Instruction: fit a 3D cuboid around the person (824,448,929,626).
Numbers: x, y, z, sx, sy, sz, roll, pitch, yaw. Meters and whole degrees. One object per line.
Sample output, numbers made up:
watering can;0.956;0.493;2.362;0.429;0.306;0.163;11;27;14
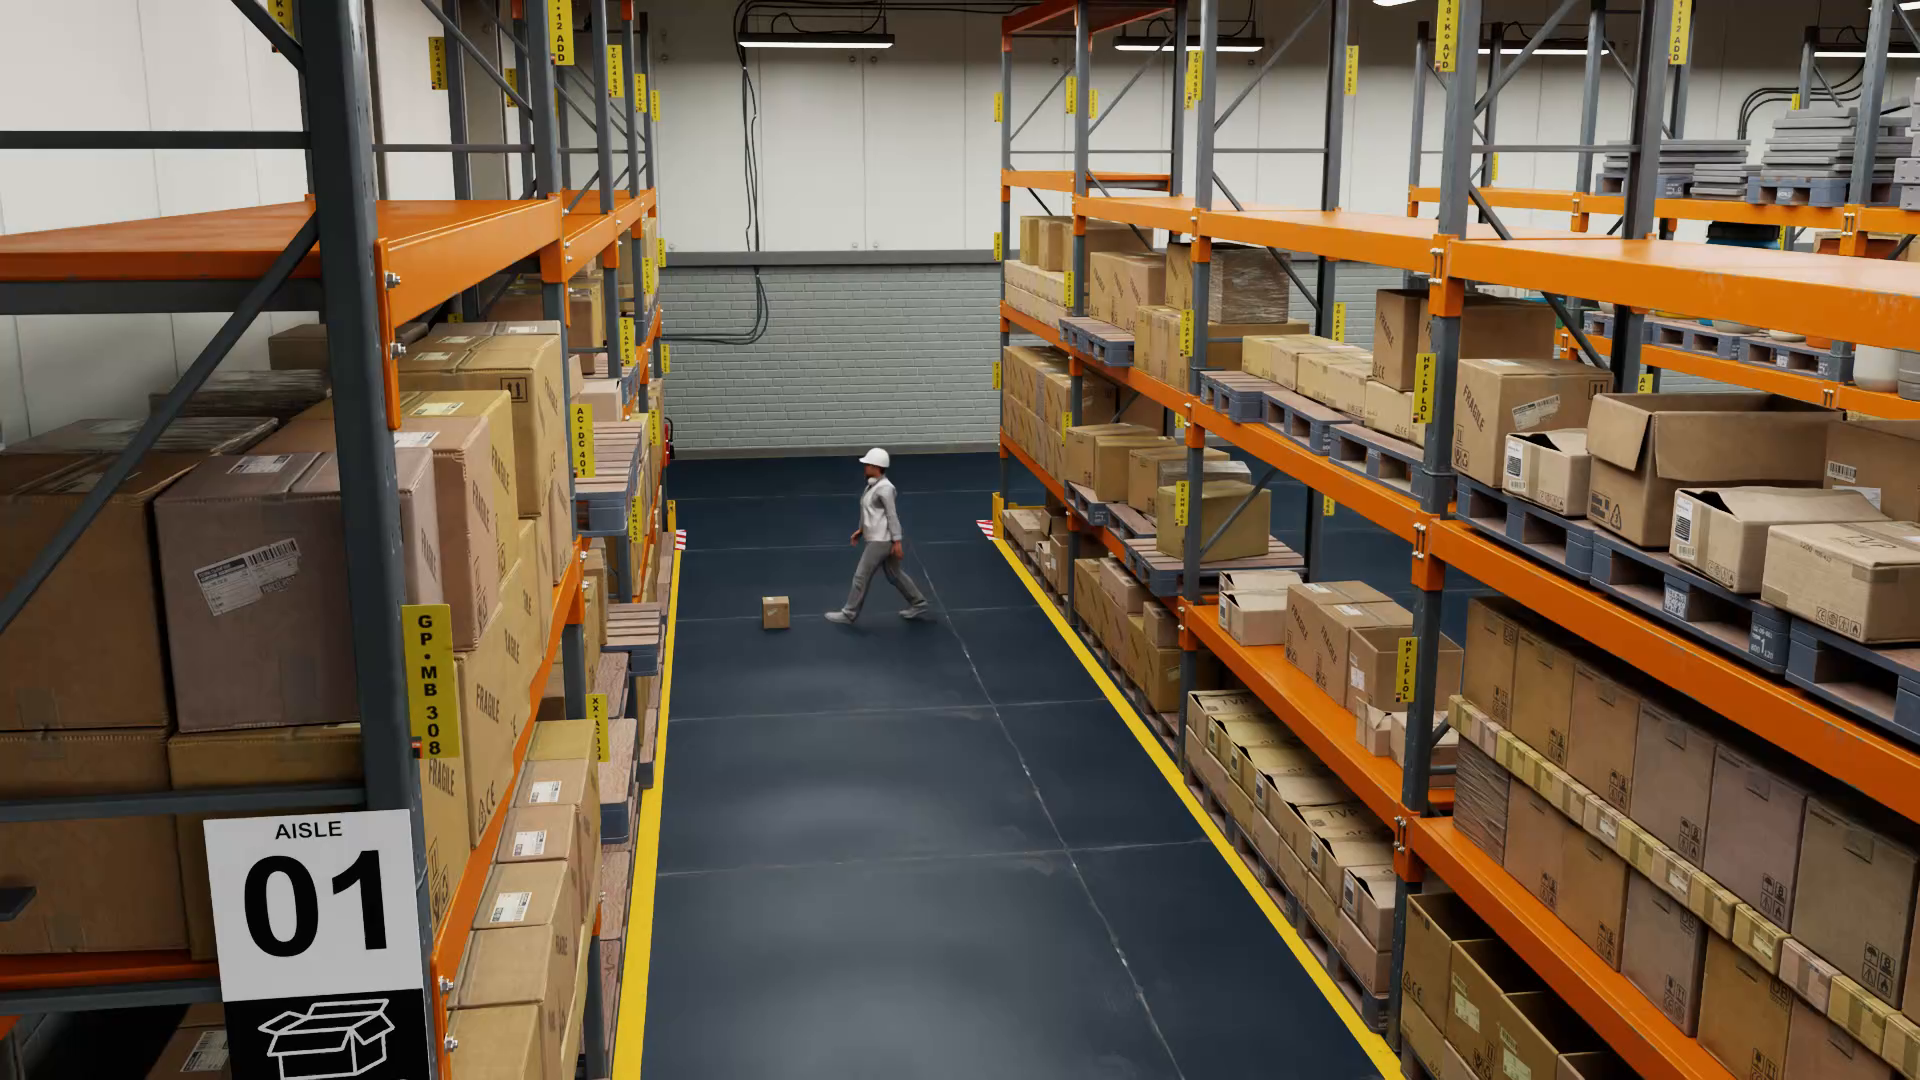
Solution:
person;-0.817;-0.039;16.134;1.040;1.724;0.568;-2;13;-7
